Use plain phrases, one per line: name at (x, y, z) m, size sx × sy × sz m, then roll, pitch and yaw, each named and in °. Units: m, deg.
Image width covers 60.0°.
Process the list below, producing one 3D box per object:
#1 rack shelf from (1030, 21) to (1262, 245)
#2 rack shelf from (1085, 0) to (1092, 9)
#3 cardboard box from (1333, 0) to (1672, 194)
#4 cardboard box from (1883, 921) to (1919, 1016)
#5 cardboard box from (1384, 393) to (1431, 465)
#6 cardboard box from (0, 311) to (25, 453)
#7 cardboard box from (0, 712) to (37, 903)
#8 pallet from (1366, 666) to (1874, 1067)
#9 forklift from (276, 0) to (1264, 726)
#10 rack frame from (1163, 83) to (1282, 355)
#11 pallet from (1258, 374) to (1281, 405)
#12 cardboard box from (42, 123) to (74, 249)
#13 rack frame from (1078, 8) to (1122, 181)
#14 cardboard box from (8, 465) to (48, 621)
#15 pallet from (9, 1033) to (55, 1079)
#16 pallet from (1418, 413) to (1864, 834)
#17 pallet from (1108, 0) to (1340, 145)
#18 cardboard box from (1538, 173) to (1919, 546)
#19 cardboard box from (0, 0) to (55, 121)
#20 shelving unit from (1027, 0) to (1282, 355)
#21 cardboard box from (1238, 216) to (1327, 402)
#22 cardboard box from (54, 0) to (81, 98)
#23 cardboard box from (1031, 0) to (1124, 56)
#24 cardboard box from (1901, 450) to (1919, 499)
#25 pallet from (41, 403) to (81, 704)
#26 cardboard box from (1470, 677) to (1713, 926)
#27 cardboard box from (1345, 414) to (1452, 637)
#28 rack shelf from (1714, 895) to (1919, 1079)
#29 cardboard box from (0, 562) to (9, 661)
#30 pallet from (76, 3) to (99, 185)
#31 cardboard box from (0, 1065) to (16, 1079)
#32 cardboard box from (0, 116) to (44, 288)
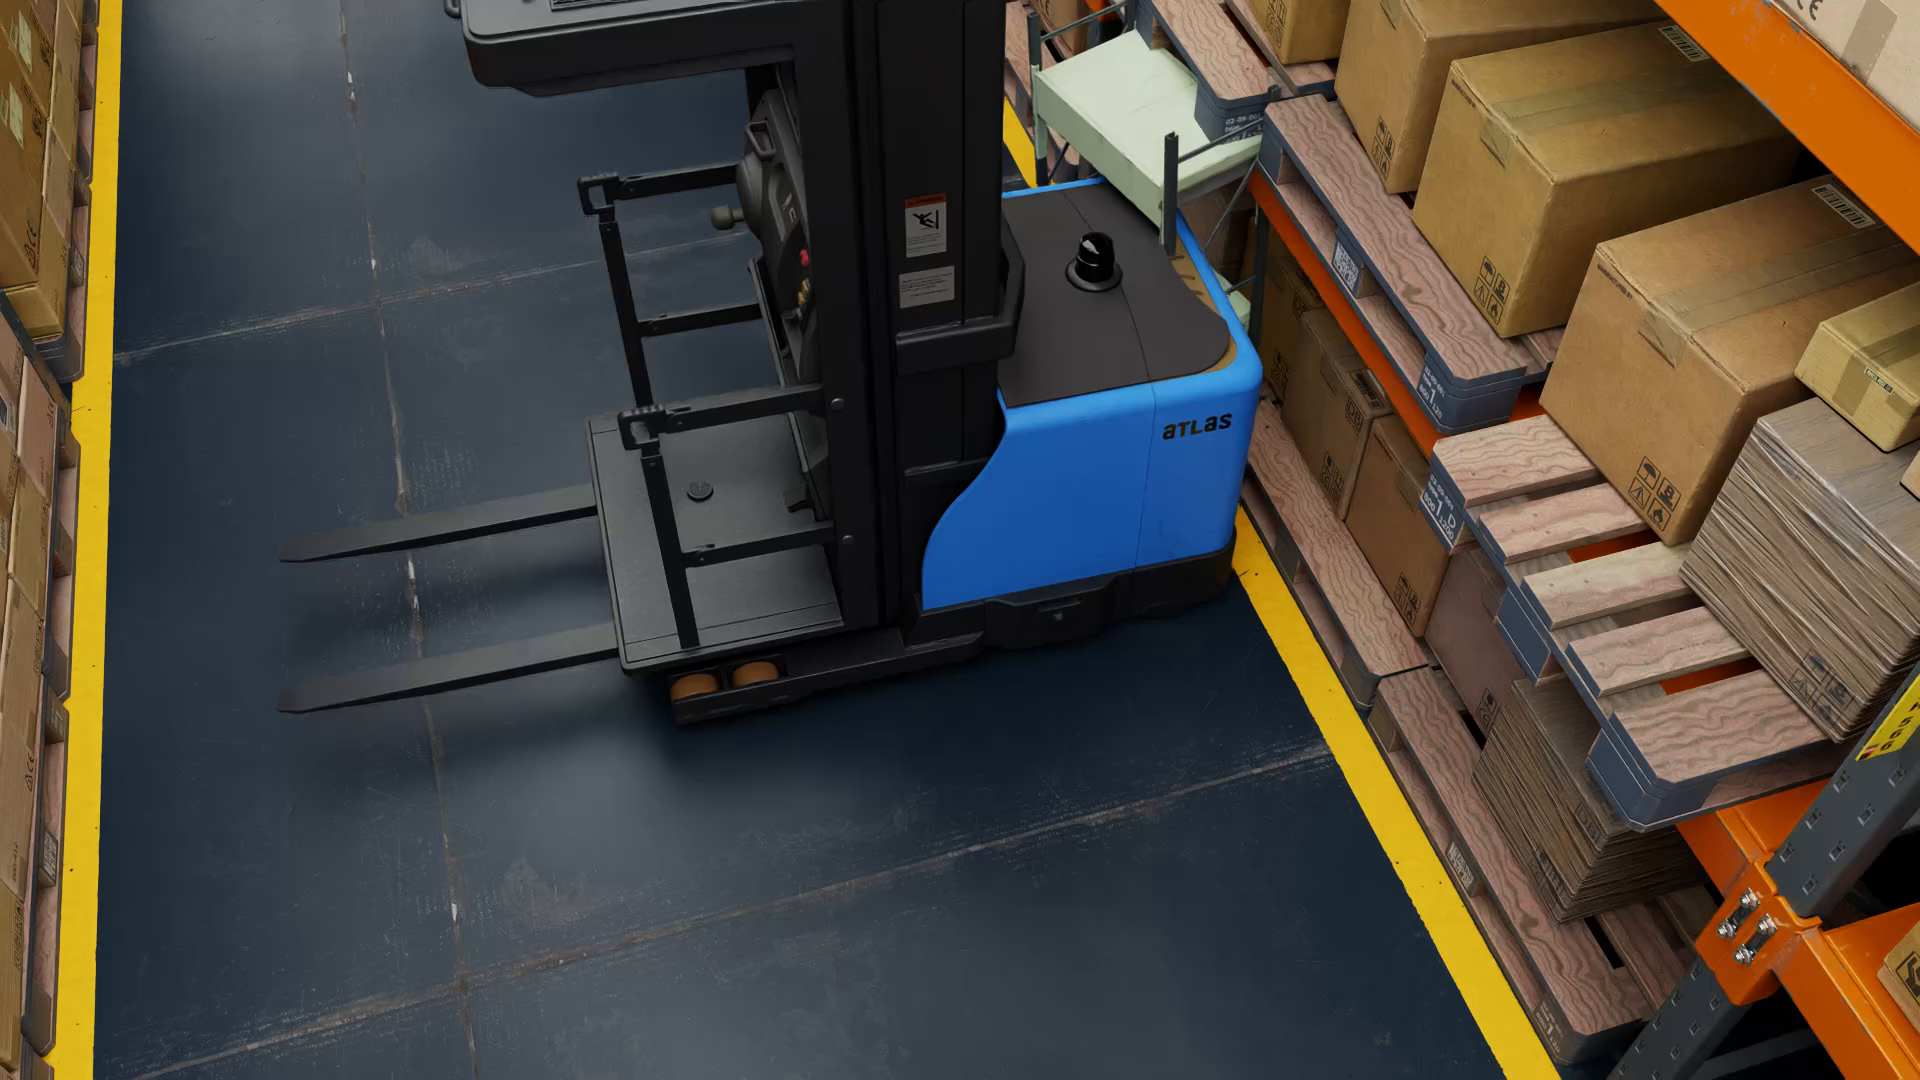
rack shelf at (0.600, -1.253, 5.276) m, size 0.431 × 0.370 × 0.720 m, roll -28°, pitch 55°, yaw -15°
rack shelf at (0.385, -3.655, 7.340) m, size 1.077 × 0.370 × 4.000 m, roll -13°, pitch 51°, yaw -11°
cardboard box at (1.477, -1.337, 4.562) m, size 0.700 × 0.500 × 0.500 m, roll -7°, pitch 50°, yaw -6°
cardboard box at (2.058, 0.774, 2.863) m, size 0.500 × 0.500 × 0.500 m, roll -12°, pitch 51°, yaw -10°
cardboard box at (1.631, -0.401, 4.983) m, size 0.500 × 0.250 × 0.500 m, roll -14°, pitch 51°, yaw -11°
cardboard box at (-3.361, -0.502, 5.368) m, size 0.500 × 0.311 × 0.500 m, roll -13°, pitch 51°, yaw -11°
cardboard box at (-2.906, 0.800, 4.637) m, size 0.500 × 0.250 × 0.500 m, roll -12°, pitch 51°, yaw -10°
pallet at (1.930, 0.823, 4.918) m, size 1.003 × 0.211 × 1.213 m, roll -13°, pitch 51°, yaw -11°
forklift at (-0.680, -0.818, 4.522) m, size 3.031 × 2.935 × 1.130 m, roll -11°, pitch 51°, yaw -9°
rack frame at (0.820, -0.776, 5.378) m, size 0.400 × 1.500 × 0.023 m, roll -28°, pitch 55°, yaw -15°
pallet at (1.208, -0.959, 6.420) m, size 1.003 × 0.211 × 1.213 m, roll -13°, pitch 51°, yaw -11°
cardboard box at (-3.745, -1.326, 6.430) m, size 0.500 × 0.250 × 0.500 m, roll -13°, pitch 51°, yaw -11°
rack frame at (0.976, -2.426, 5.833) m, size 1.000 × 3.000 × 0.127 m, roll -13°, pitch 51°, yaw -11°
cardboard box at (-3.207, 0.055, 5.266) m, size 0.500 × 0.250 × 0.500 m, roll -14°, pitch 51°, yaw -12°
pallet at (-2.778, 1.907, 4.004) m, size 1.003 × 0.211 × 1.213 m, roll -13°, pitch 51°, yaw -11°
pallet at (1.847, 0.061, 3.862) m, size 1.213 × 0.211 × 1.003 m, roll -13°, pitch 51°, yaw -11°
pallet at (1.063, -1.773, 5.408) m, size 1.003 × 0.211 × 1.213 m, roll -13°, pitch 51°, yaw -11°
cardboard box at (1.820, -0.422, 3.790) m, size 0.700 × 0.500 × 0.500 m, roll -18°, pitch 52°, yaw -14°
cardboard box at (-3.889, -1.934, 6.452) m, size 0.500 × 0.500 × 0.500 m, roll -13°, pitch 51°, yaw -11°
shelving unit at (0.632, -1.014, 5.582) m, size 0.431 × 1.500 × 0.755 m, roll -28°, pitch 55°, yaw -15°
cardboard box at (1.411, -0.862, 5.862) m, size 0.700 × 0.500 × 0.500 m, roll -14°, pitch 51°, yaw -12°
cardboard box at (-4.042, -2.056, 7.045) m, size 0.500 × 0.250 × 0.500 m, roll -13°, pitch 51°, yaw -11°
cardboard box at (0.631, -2.511, 7.252) m, size 0.500 × 0.500 × 0.500 m, roll -17°, pitch 52°, yaw -14°
cardboard box at (2.029, -0.133, 3.123) m, size 0.380 × 0.149 × 0.250 m, roll -19°, pitch 53°, yaw -16°
pallet at (-3.499, 0.125, 5.507) m, size 1.003 × 0.211 × 1.213 m, roll -13°, pitch 51°, yaw -11°
cardboard box at (1.897, 0.645, 4.591) m, size 0.700 × 0.500 × 0.500 m, roll -13°, pitch 51°, yaw -10°
cardboard box at (1.681, -0.114, 5.231) m, size 0.700 × 0.500 × 0.500 m, roll -14°, pitch 51°, yaw -11°
rack shelf at (2.751, 2.188, 2.414) m, size 1.077 × 0.370 × 4.000 m, roll -13°, pitch 51°, yaw -11°
cardboard box at (-3.056, 0.242, 4.741) m, size 0.500 × 0.311 × 0.500 m, roll -13°, pitch 51°, yaw -11°
pallet at (-4.314, -1.887, 7.203) m, size 1.003 × 0.211 × 1.213 m, roll -13°, pitch 51°, yaw -11°
cardboard box at (-2.596, 1.553, 4.002) m, size 0.500 × 0.250 × 0.500 m, roll -15°, pitch 51°, yaw -12°
cardboard box at (-3.593, -1.203, 5.836) m, size 0.500 × 0.500 × 0.500 m, roll -13°, pitch 51°, yaw -11°
